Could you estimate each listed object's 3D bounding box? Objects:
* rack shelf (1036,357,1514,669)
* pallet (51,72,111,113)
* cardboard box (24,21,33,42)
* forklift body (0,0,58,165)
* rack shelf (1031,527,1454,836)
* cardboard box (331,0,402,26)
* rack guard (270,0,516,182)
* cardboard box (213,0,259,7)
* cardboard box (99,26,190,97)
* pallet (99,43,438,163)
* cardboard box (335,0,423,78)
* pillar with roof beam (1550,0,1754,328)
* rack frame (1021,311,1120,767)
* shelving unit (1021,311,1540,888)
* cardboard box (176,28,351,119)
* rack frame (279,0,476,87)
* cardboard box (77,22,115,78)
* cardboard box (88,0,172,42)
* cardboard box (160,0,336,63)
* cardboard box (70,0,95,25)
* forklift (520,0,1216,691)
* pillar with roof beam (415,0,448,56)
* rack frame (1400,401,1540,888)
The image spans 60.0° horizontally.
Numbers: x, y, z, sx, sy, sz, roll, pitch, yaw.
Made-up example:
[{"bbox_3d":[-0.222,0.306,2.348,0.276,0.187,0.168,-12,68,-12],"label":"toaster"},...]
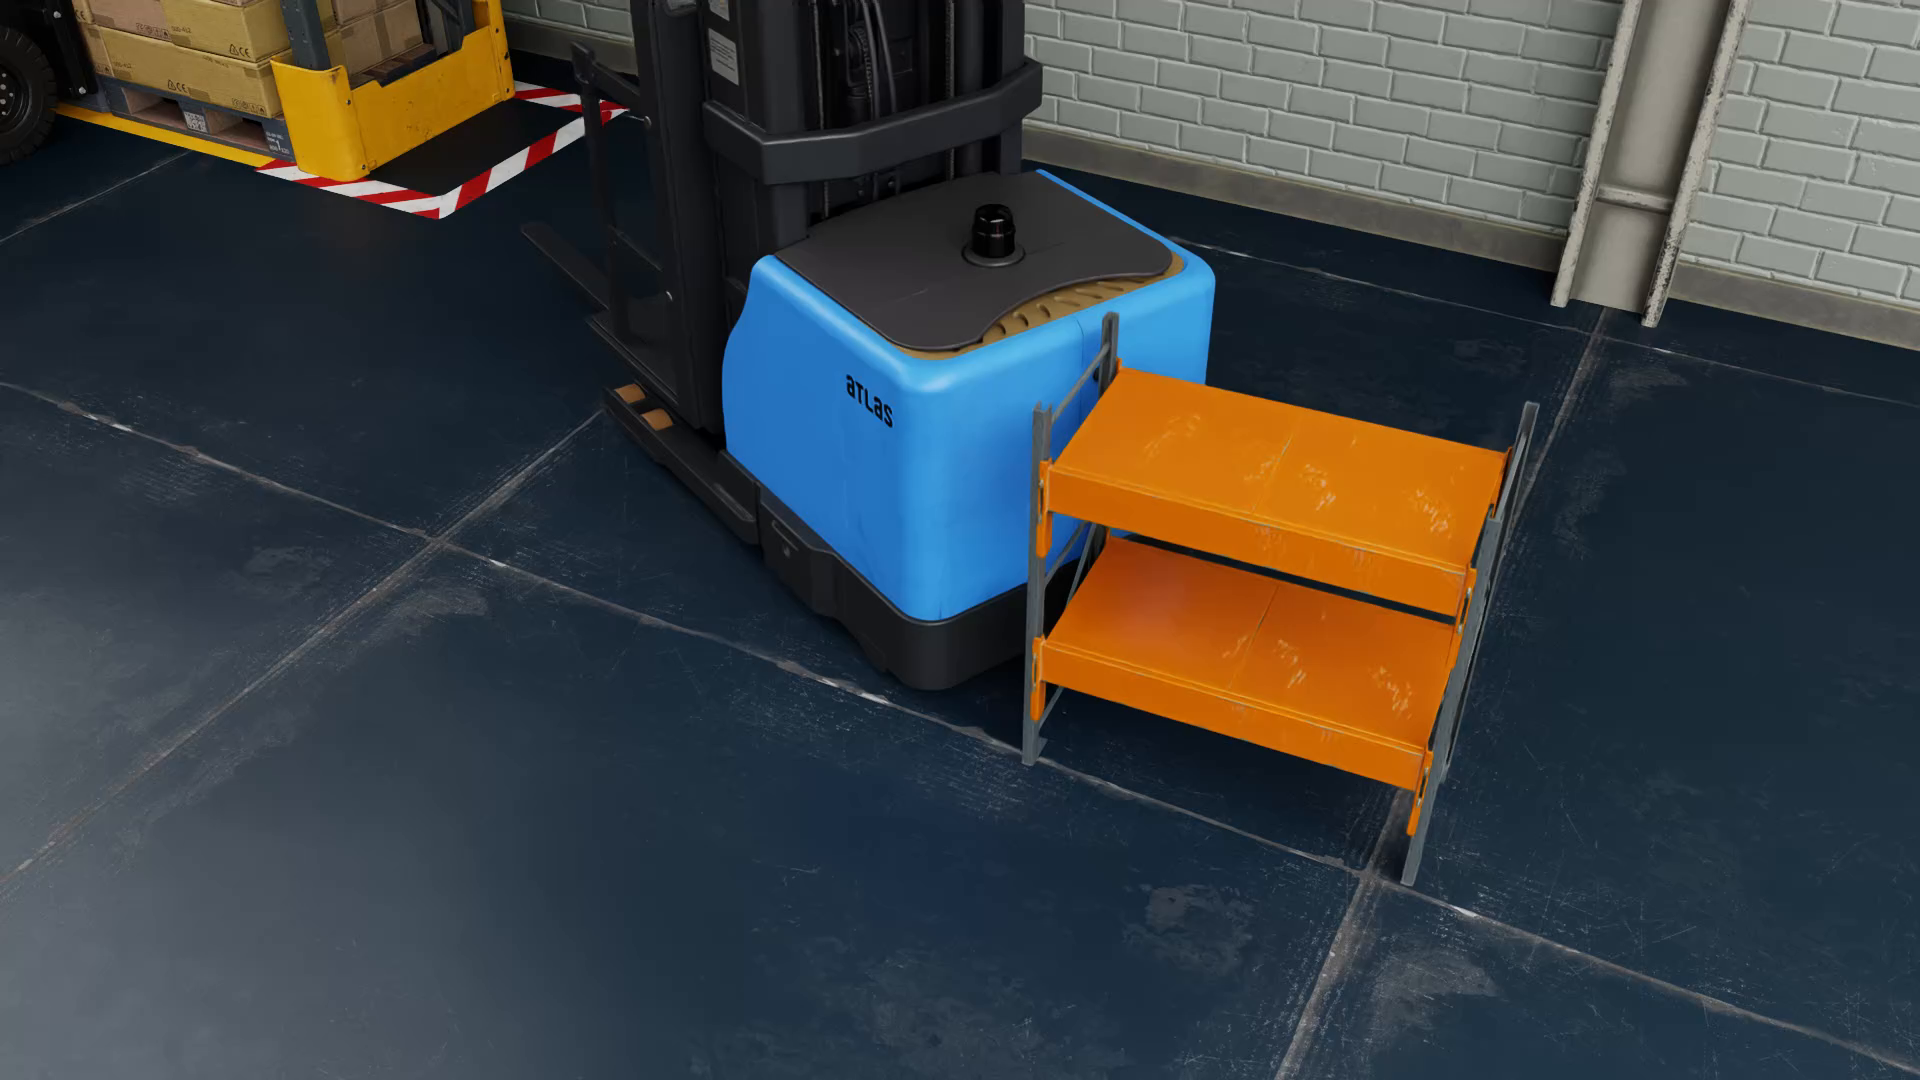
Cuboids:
[{"bbox_3d":[0.745,-0.088,3.952,1.000,0.278,0.538,15,40,19],"label":"rack shelf"},{"bbox_3d":[-4.367,-2.547,8.431,1.213,0.211,1.003,17,41,21],"label":"pallet"},{"bbox_3d":[-4.501,-2.580,8.095,0.500,0.250,0.500,19,41,23],"label":"cardboard box"},{"bbox_3d":[-5.112,-2.337,6.550,1.214,2.155,2.313,17,41,21],"label":"forklift body"},{"bbox_3d":[0.745,0.339,4.277,1.000,0.278,0.538,15,40,19],"label":"rack shelf"},{"bbox_3d":[-2.912,-2.641,7.762,0.500,0.250,0.500,18,41,22],"label":"cardboard box"},{"bbox_3d":[-2.568,-2.125,7.636,0.348,0.500,1.175,17,41,21],"label":"rack guard"},{"bbox_3d":[-3.142,-2.558,7.239,0.500,0.250,0.500,19,41,23],"label":"cardboard box"},{"bbox_3d":[-3.589,-2.304,7.731,0.500,0.250,0.500,17,41,21],"label":"cardboard box"},{"bbox_3d":[-3.288,-2.207,7.983,1.213,0.211,1.003,17,41,21],"label":"pallet"},{"bbox_3d":[-2.936,-2.441,7.912,0.500,0.250,0.500,18,41,22],"label":"cardboard box"},{"bbox_3d":[0.555,-2.215,0.725,0.400,9.000,9.100,17,41,21],"label":"pillar with roof beam"},{"bbox_3d":[0.282,0.018,4.295,0.032,1.125,0.500,15,40,19],"label":"rack frame"},{"bbox_3d":[0.745,0.145,4.129,1.048,1.125,0.538,15,40,19],"label":"shelving unit"},{"bbox_3d":[-3.152,-2.161,7.542,0.500,0.250,0.500,18,41,22],"label":"cardboard box"},{"bbox_3d":[-2.590,-3.128,6.889,0.127,3.000,1.000,17,41,21],"label":"rack frame"},{"bbox_3d":[-4.029,-2.448,7.921,0.500,0.250,0.500,18,41,22],"label":"cardboard box"},{"bbox_3d":[-3.606,-2.511,7.591,0.500,0.250,0.500,17,40,21],"label":"cardboard box"},{"bbox_3d":[-3.166,-2.366,7.400,0.500,0.250,0.500,17,40,21],"label":"cardboard box"},{"bbox_3d":[-4.074,-2.644,7.765,0.500,0.250,0.500,16,40,20],"label":"cardboard box"},{"bbox_3d":[-0.564,-1.596,4.929,1.130,2.935,3.031,-24,43,-28],"label":"forklift"},{"bbox_3d":[-4.773,-3.883,2.923,0.400,9.000,9.100,17,41,21],"label":"pillar with roof beam"},{"bbox_3d":[1.208,0.271,3.963,0.032,1.125,0.500,15,40,19],"label":"rack frame"}]
